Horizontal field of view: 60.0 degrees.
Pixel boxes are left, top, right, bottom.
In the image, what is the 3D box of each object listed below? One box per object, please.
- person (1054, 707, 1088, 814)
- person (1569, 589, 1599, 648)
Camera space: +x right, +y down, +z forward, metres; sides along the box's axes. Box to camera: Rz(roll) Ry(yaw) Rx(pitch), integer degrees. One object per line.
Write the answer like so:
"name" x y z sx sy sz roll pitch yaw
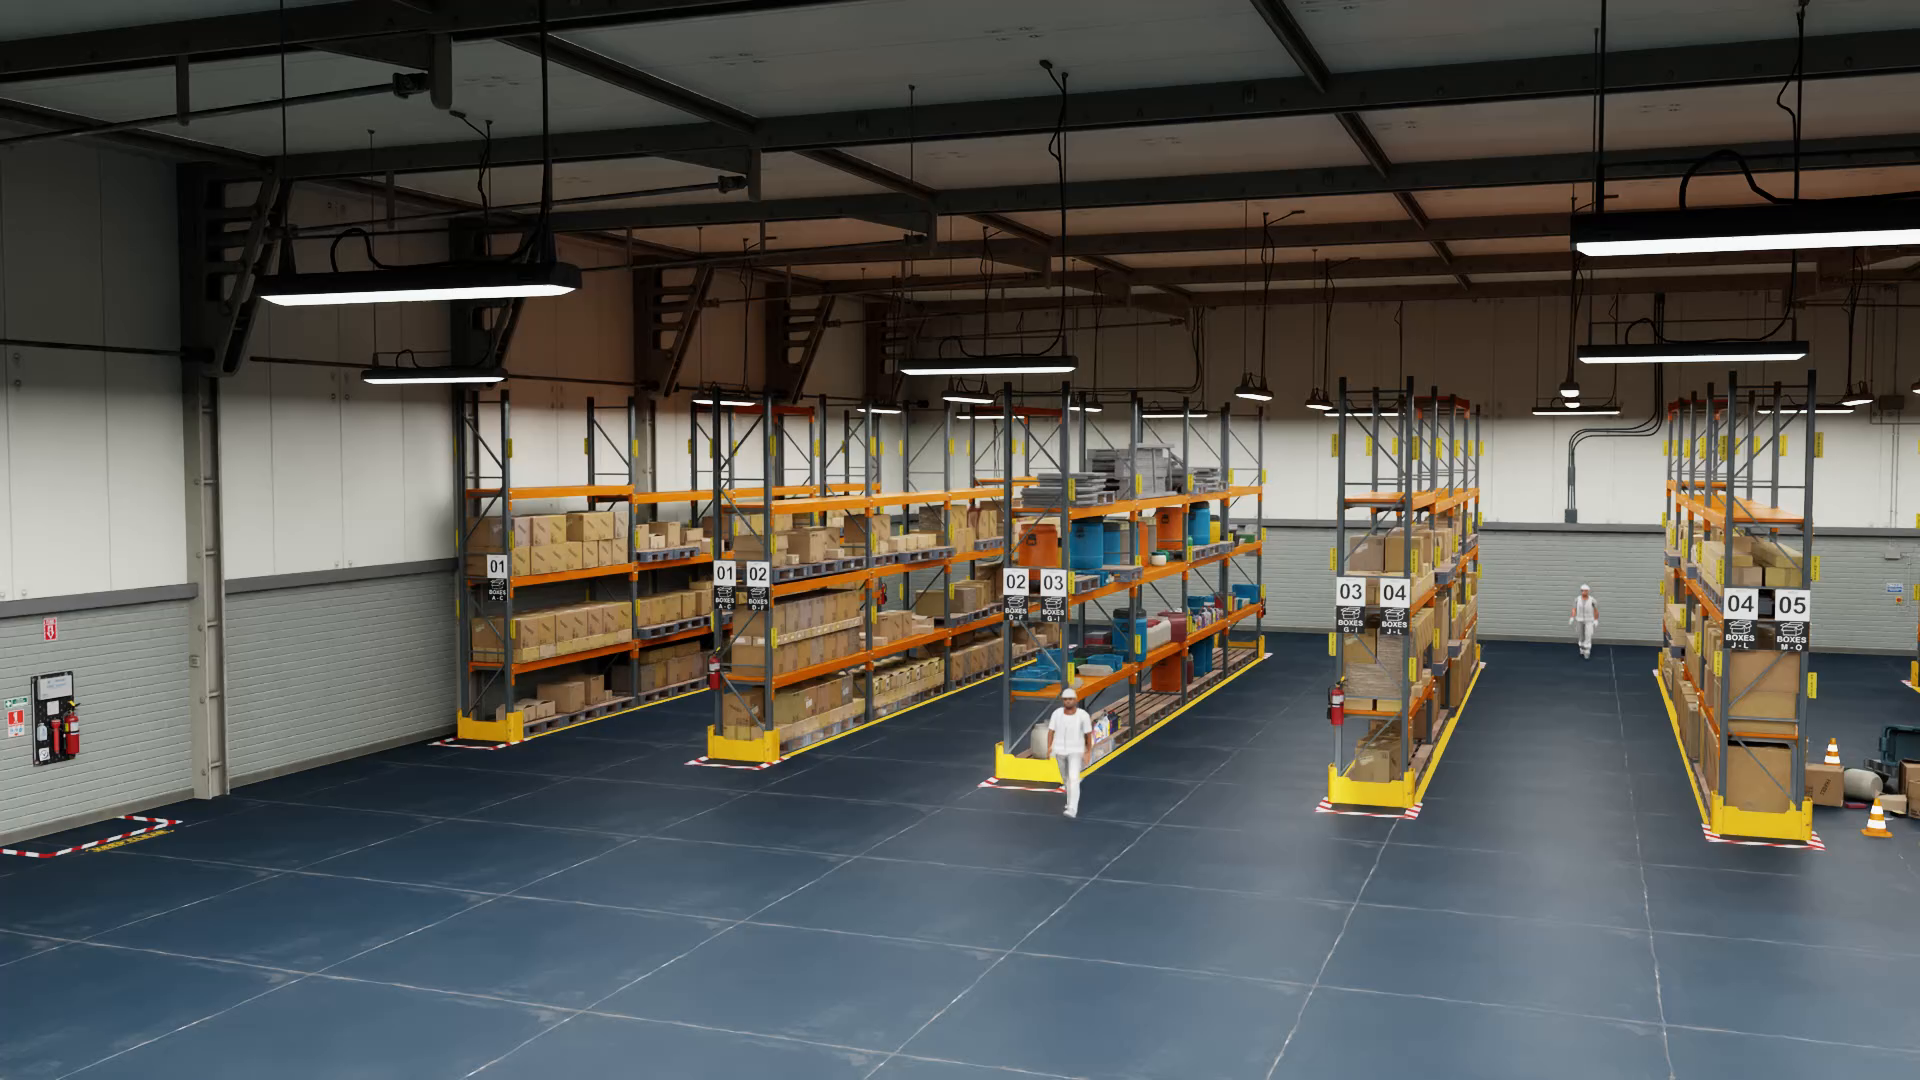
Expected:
"person" 1.519 2.976 22.692 0.495 1.402 0.864 2 4 29
"person" 14.911 1.843 39.716 0.642 1.462 0.707 1 3 23
